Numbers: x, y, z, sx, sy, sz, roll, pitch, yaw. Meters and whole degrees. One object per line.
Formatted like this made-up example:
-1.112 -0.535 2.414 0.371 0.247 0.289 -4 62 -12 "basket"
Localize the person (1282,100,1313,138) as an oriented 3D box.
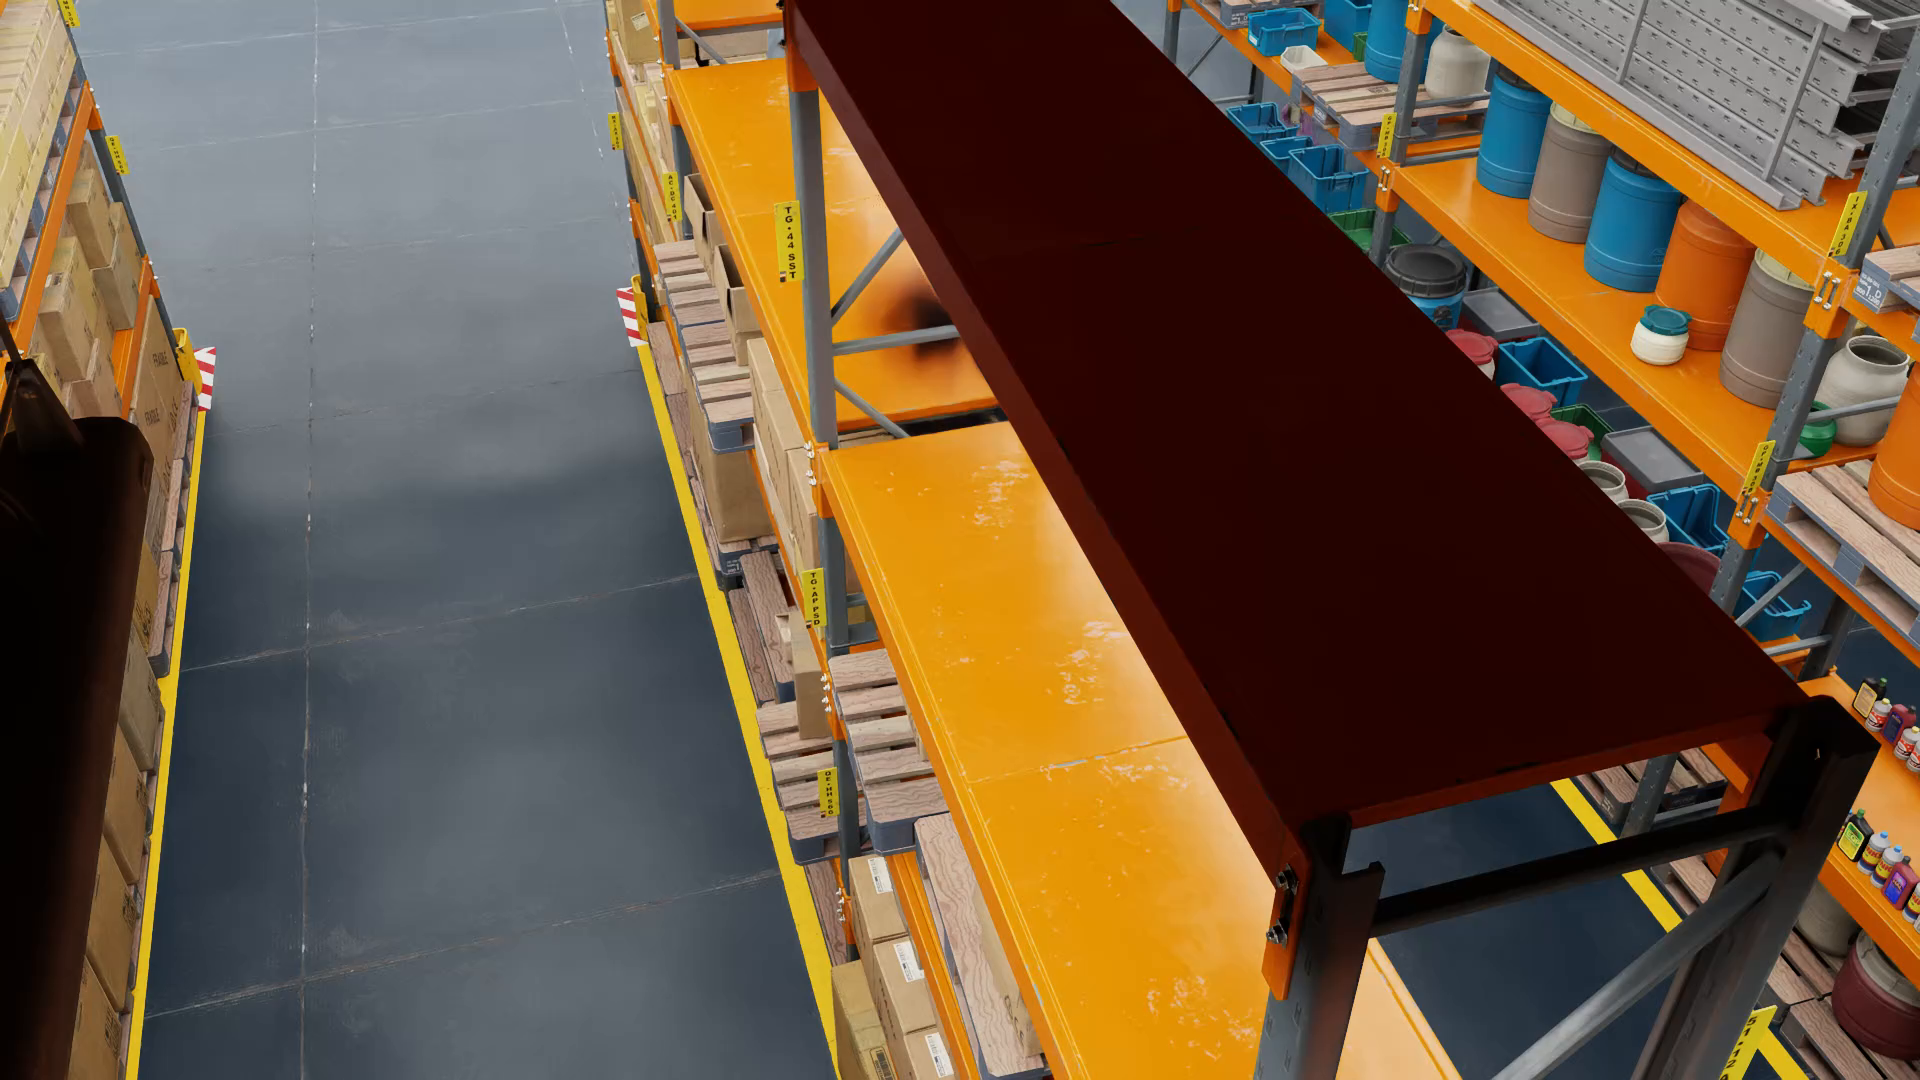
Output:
3.367 -3.979 16.621 0.529 1.525 0.576 22 44 26 "person"
